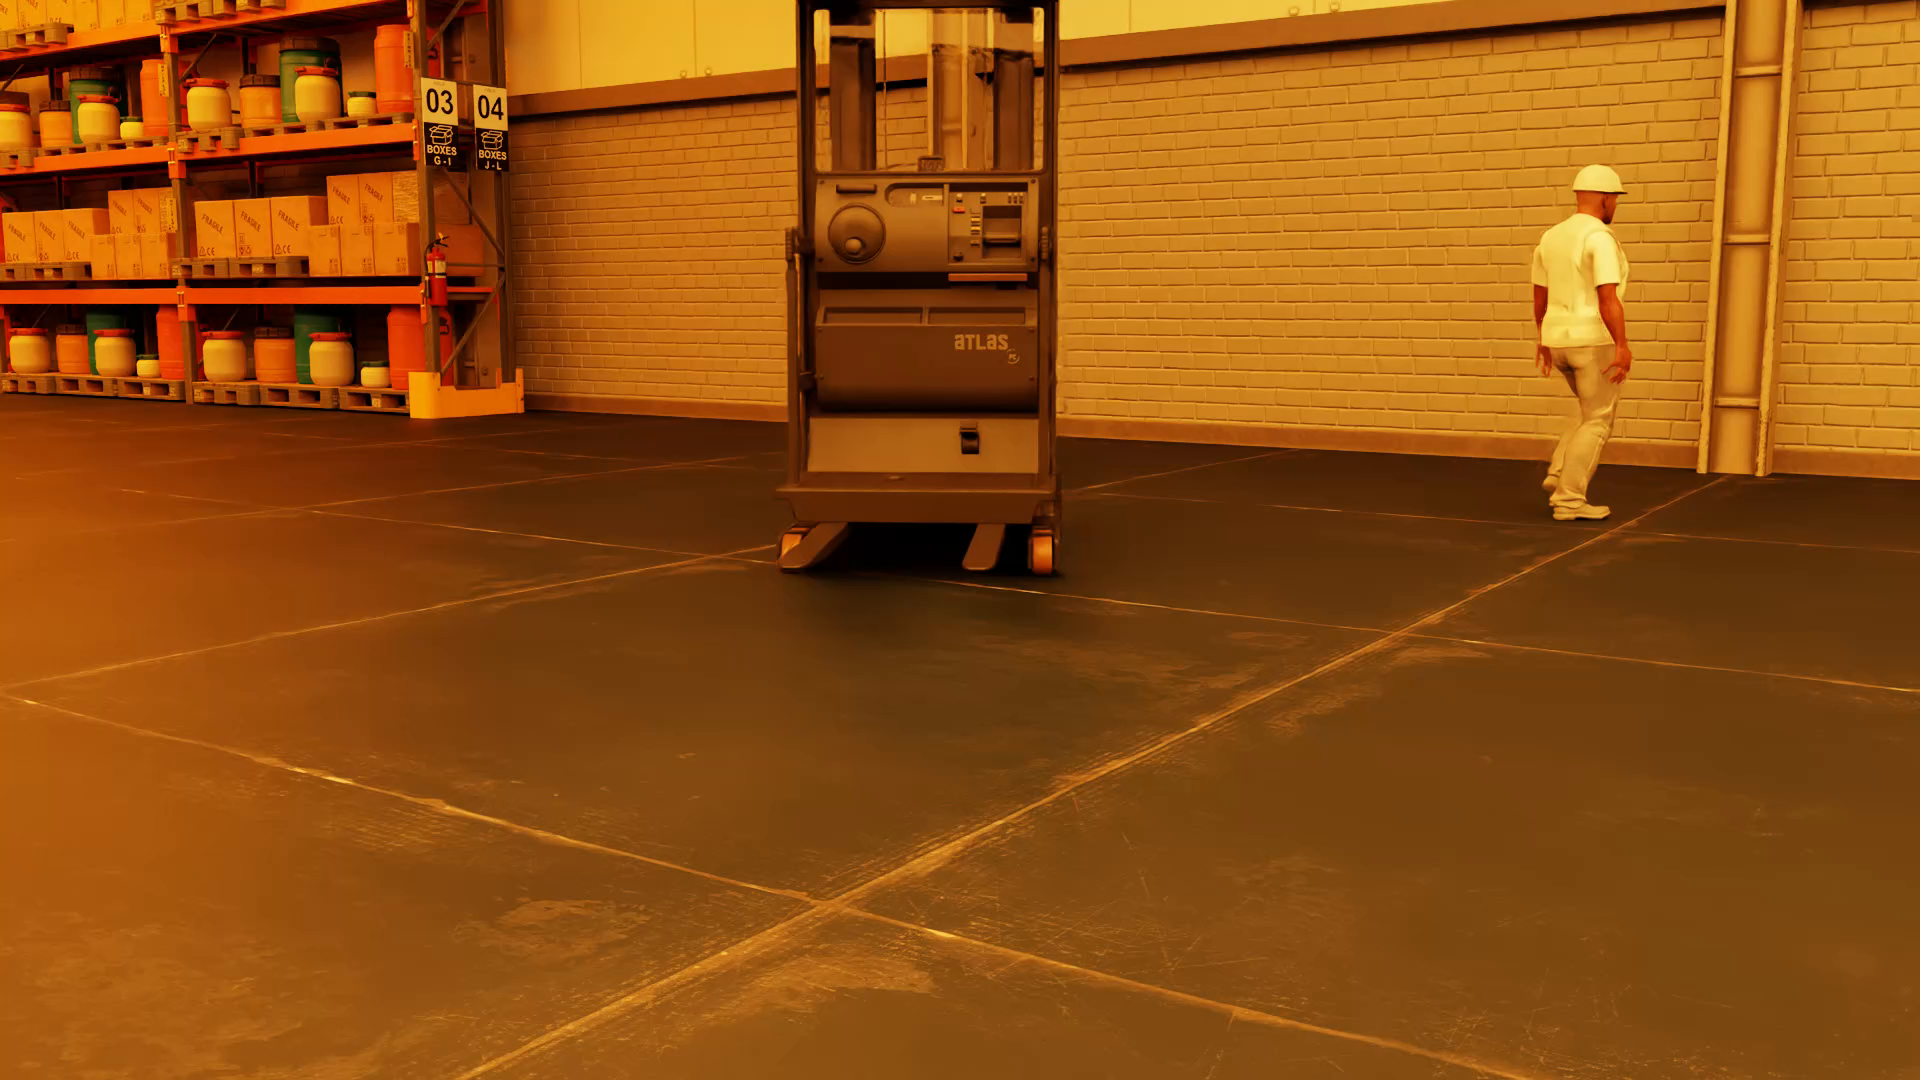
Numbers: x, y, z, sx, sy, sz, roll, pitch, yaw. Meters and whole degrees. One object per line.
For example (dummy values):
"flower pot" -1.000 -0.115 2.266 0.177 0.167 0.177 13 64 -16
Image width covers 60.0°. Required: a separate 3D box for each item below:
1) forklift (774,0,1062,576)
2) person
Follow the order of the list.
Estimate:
"forklift" -0.149 -1.352 6.703 1.130 2.935 3.031 1 8 4
"person" 3.166 -0.972 8.319 0.483 1.764 0.687 -2 8 -14
